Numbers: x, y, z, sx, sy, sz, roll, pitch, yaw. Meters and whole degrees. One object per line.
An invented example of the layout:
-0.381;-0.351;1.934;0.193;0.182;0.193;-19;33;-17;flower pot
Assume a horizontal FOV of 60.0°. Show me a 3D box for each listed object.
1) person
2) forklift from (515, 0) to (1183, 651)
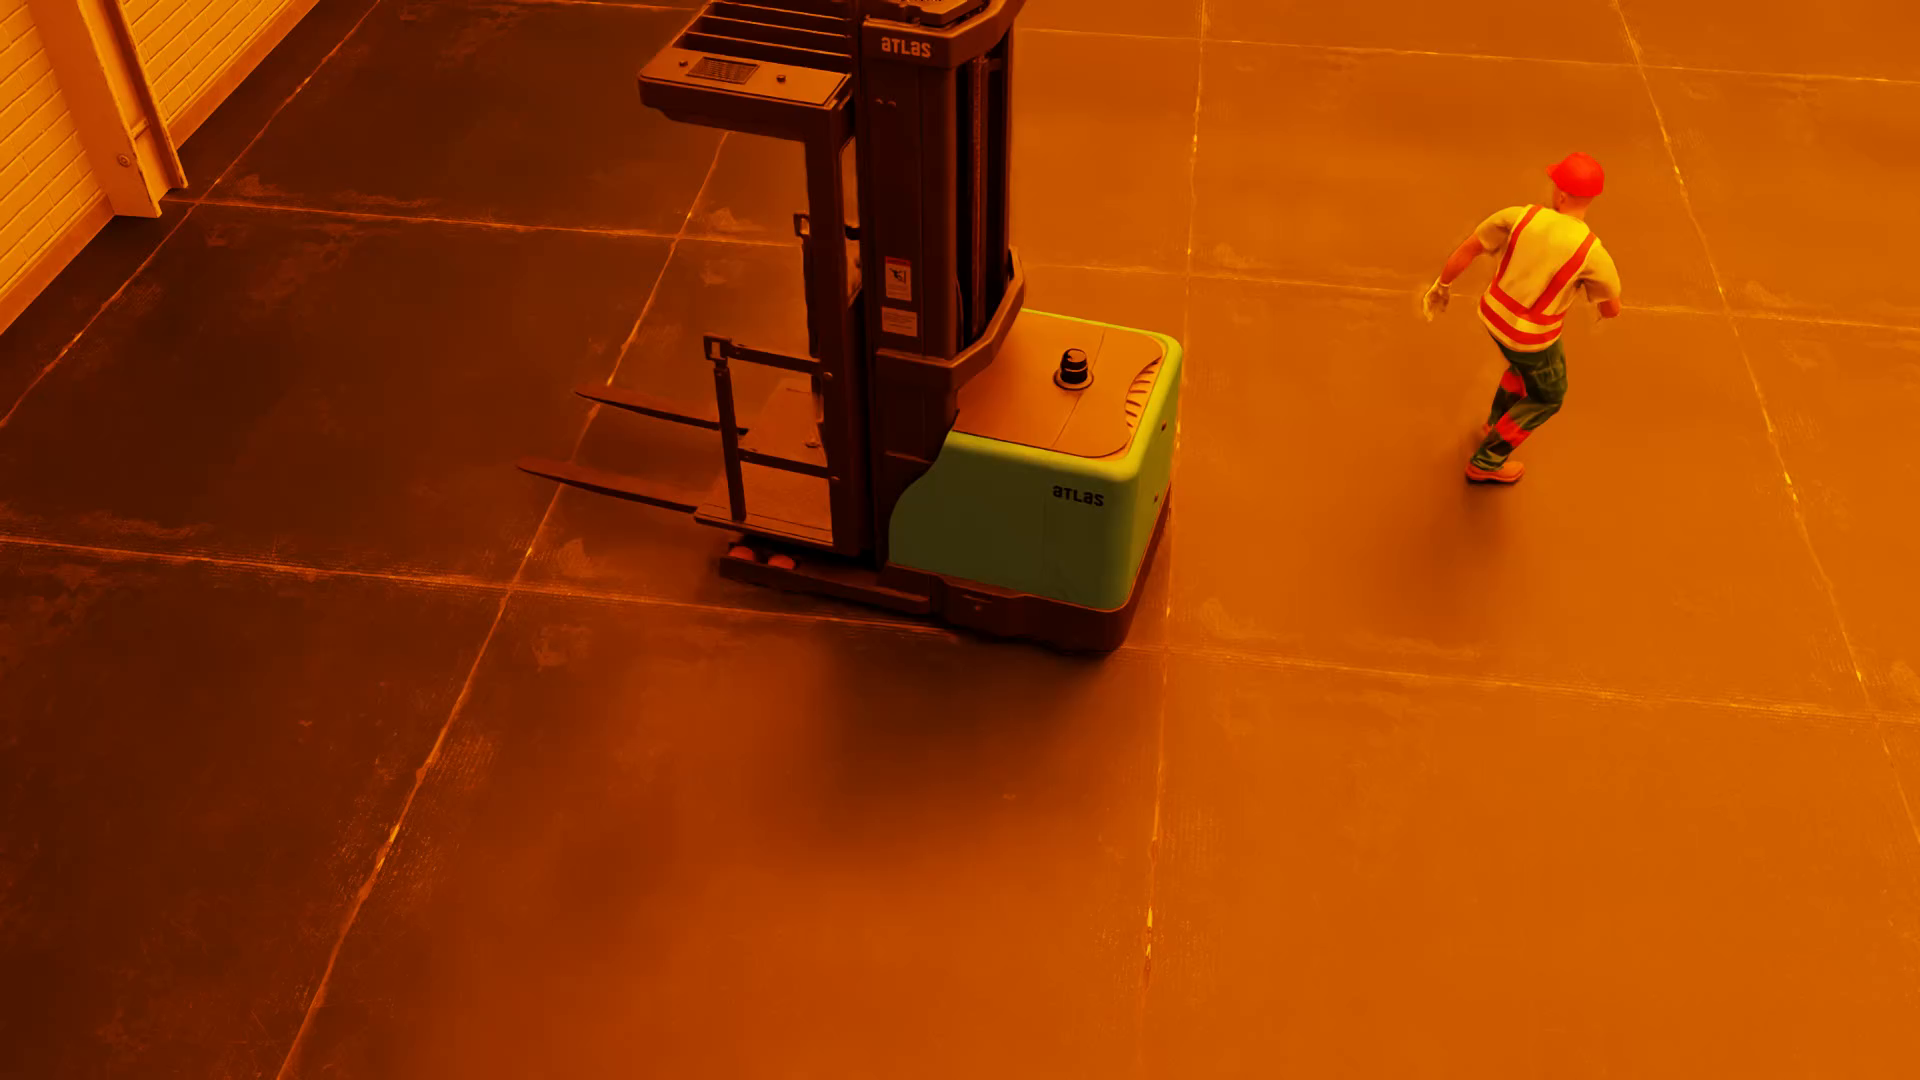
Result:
2.647;-0.995;7.739;0.787;1.756;0.673;-18;46;-19;person
-0.587;-1.175;7.003;3.031;2.935;1.130;12;44;13;forklift
